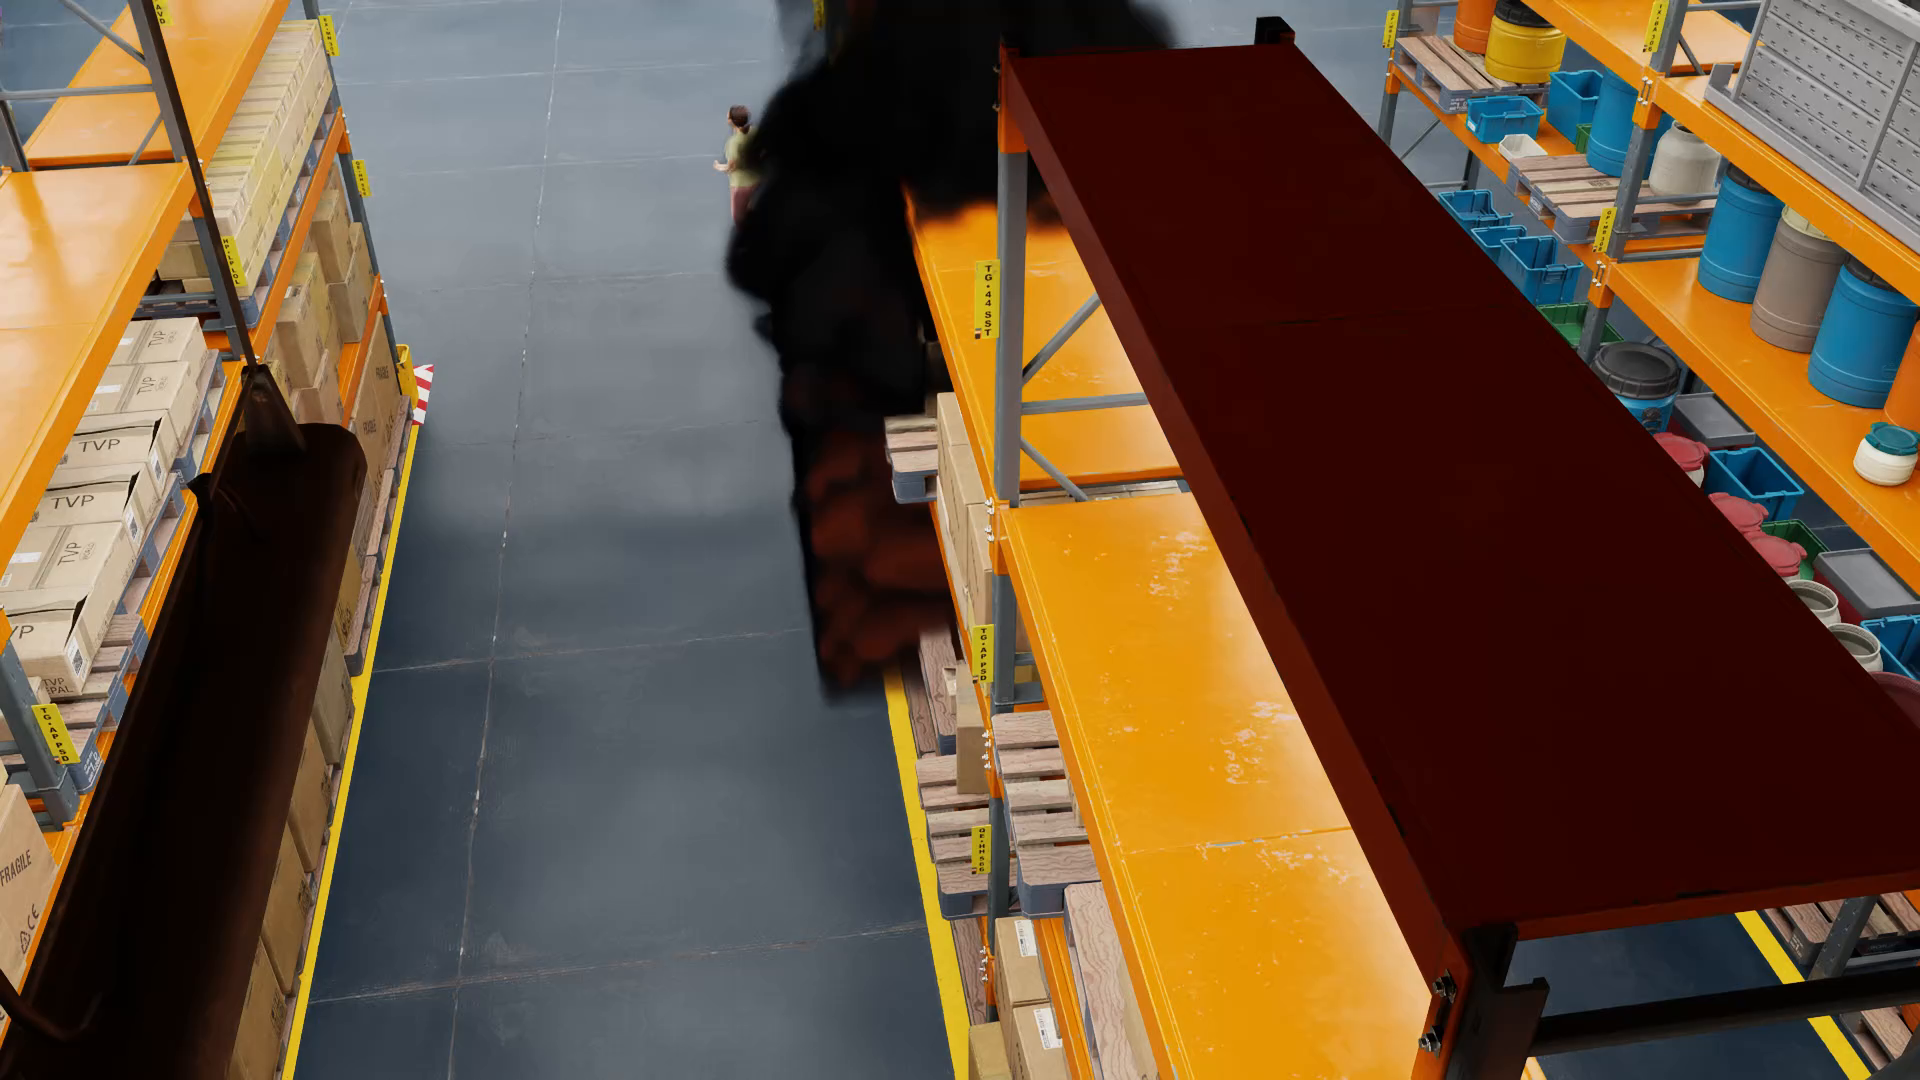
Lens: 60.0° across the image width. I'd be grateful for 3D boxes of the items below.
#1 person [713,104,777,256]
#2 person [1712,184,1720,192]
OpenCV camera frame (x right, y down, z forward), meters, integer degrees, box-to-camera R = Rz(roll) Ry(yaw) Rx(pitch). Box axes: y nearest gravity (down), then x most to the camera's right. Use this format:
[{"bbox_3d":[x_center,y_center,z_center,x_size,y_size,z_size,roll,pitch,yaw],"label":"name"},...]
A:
[{"bbox_3d":[-2.234,-3.674,17.086,0.562,1.637,0.569,19,40,24],"label":"person"},{"bbox_3d":[7.977,-4.219,17.833,0.686,1.640,0.593,11,38,14],"label":"person"}]
